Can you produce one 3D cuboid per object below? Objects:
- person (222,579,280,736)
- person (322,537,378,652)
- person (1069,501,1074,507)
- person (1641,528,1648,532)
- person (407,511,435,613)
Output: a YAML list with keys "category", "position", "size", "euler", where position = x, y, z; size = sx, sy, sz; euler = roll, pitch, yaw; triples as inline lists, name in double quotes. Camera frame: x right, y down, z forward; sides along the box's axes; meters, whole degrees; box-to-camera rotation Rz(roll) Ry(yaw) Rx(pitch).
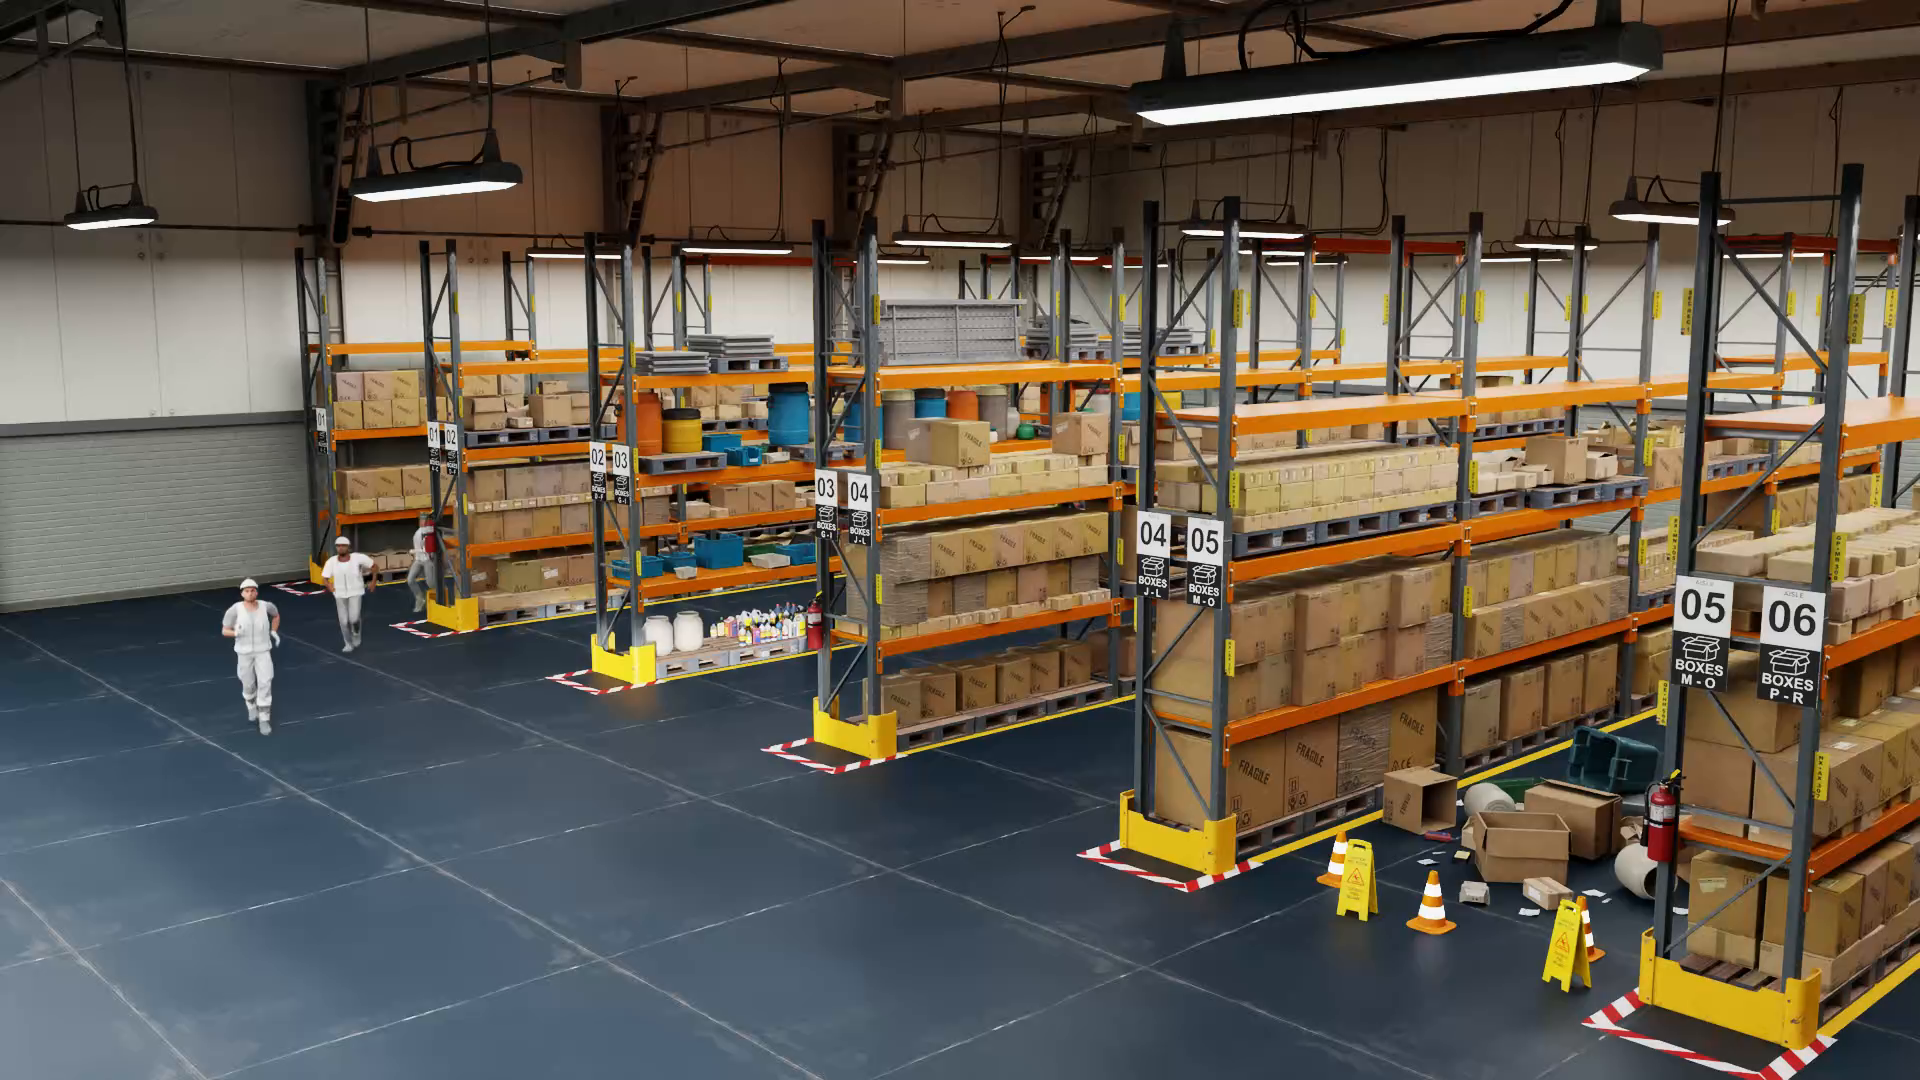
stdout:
- category: "person"
  position: [-8.422, 1.323, 19.807]
  size: [0.643, 1.739, 0.910]
  euler: [-4, 9, -24]
- category: "person"
  position: [-8.811, 0.797, 23.995]
  size: [0.729, 1.715, 0.744]
  euler: [-1, 8, -8]
- category: "person"
  position: [1.966, -0.400, 32.549]
  size: [0.620, 1.612, 0.813]
  euler: [8, 11, 42]
- category: "person"
  position: [10.442, 0.639, 25.408]
  size: [0.591, 1.666, 0.570]
  euler: [-7, 11, -40]
- category: "person"
  position: [-8.742, 0.362, 27.295]
  size: [0.593, 1.711, 0.678]
  euler: [6, 10, 33]
